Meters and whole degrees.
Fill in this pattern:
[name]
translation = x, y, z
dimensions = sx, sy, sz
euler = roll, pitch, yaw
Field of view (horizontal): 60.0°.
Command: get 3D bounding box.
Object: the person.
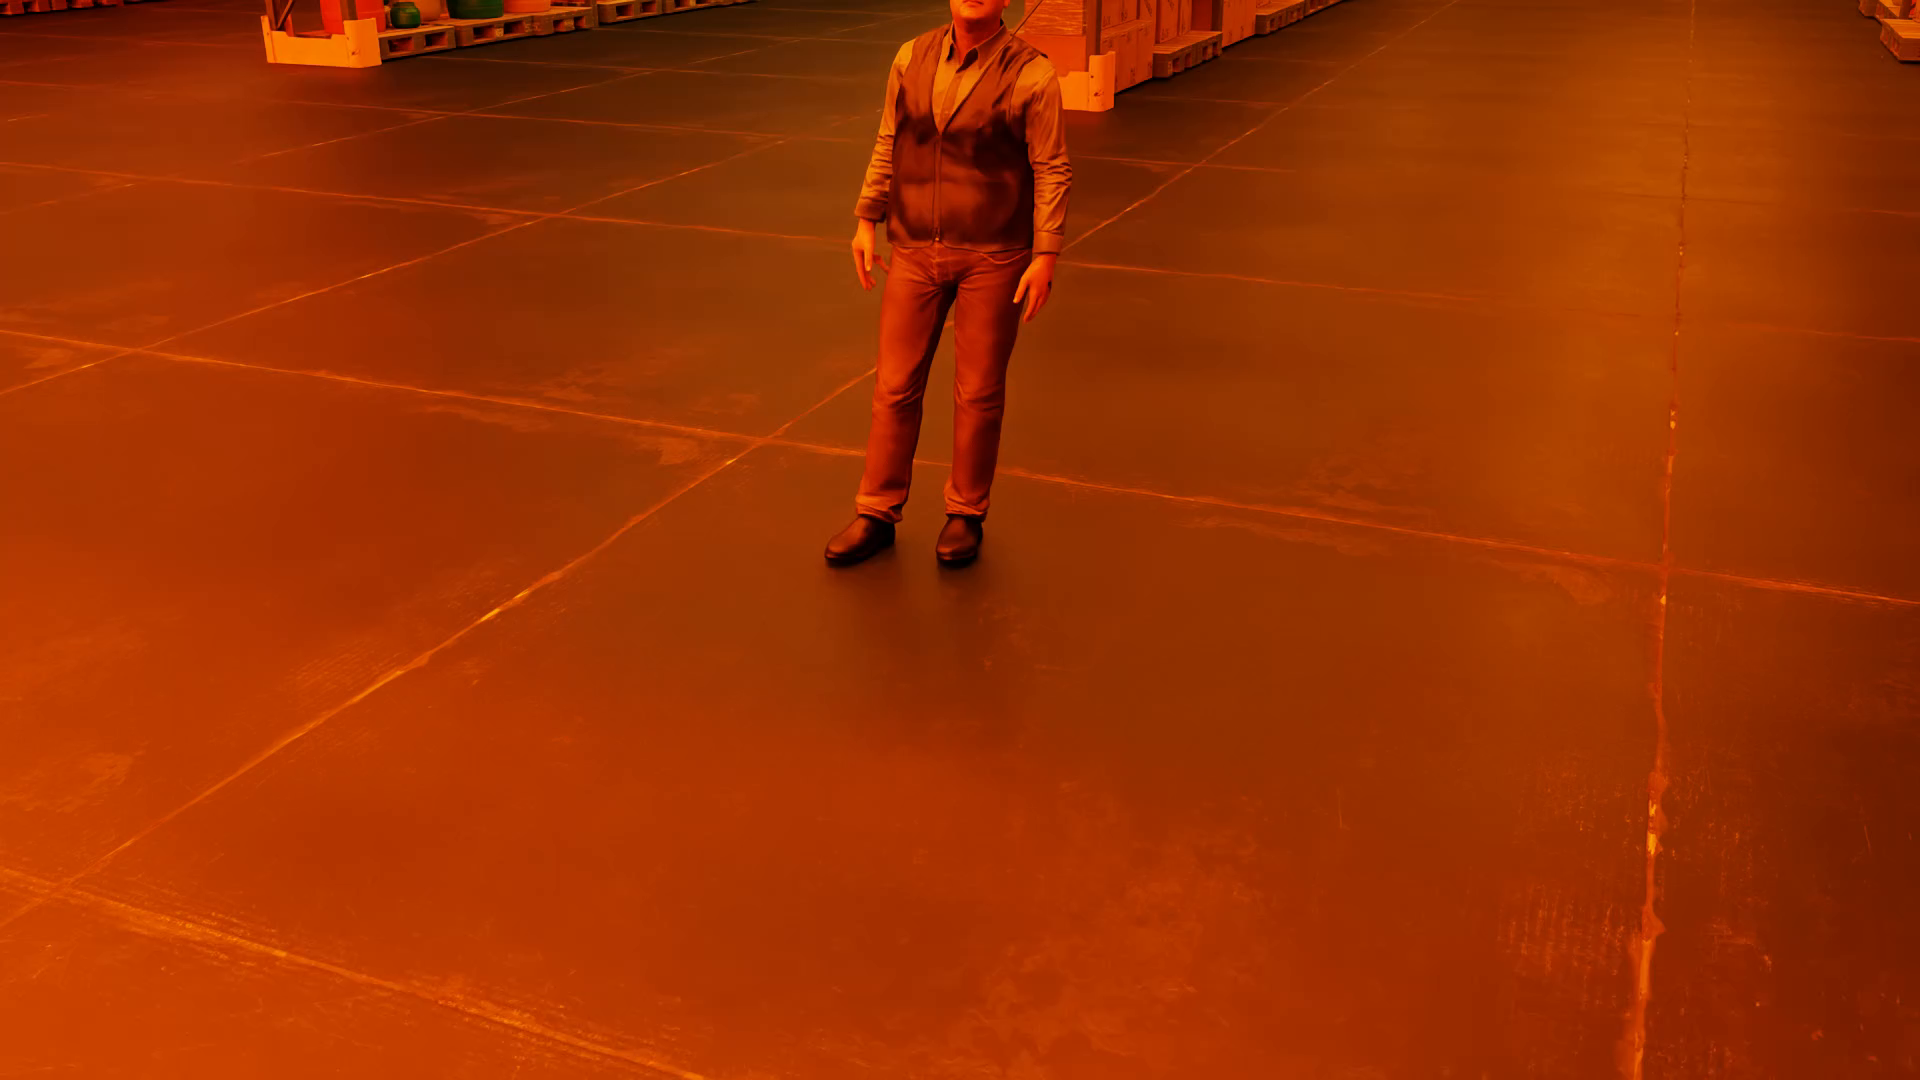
[person]
translation = -0.031, -0.780, 4.708
dimensions = 0.632, 1.720, 0.568
euler = 9, 24, 21
